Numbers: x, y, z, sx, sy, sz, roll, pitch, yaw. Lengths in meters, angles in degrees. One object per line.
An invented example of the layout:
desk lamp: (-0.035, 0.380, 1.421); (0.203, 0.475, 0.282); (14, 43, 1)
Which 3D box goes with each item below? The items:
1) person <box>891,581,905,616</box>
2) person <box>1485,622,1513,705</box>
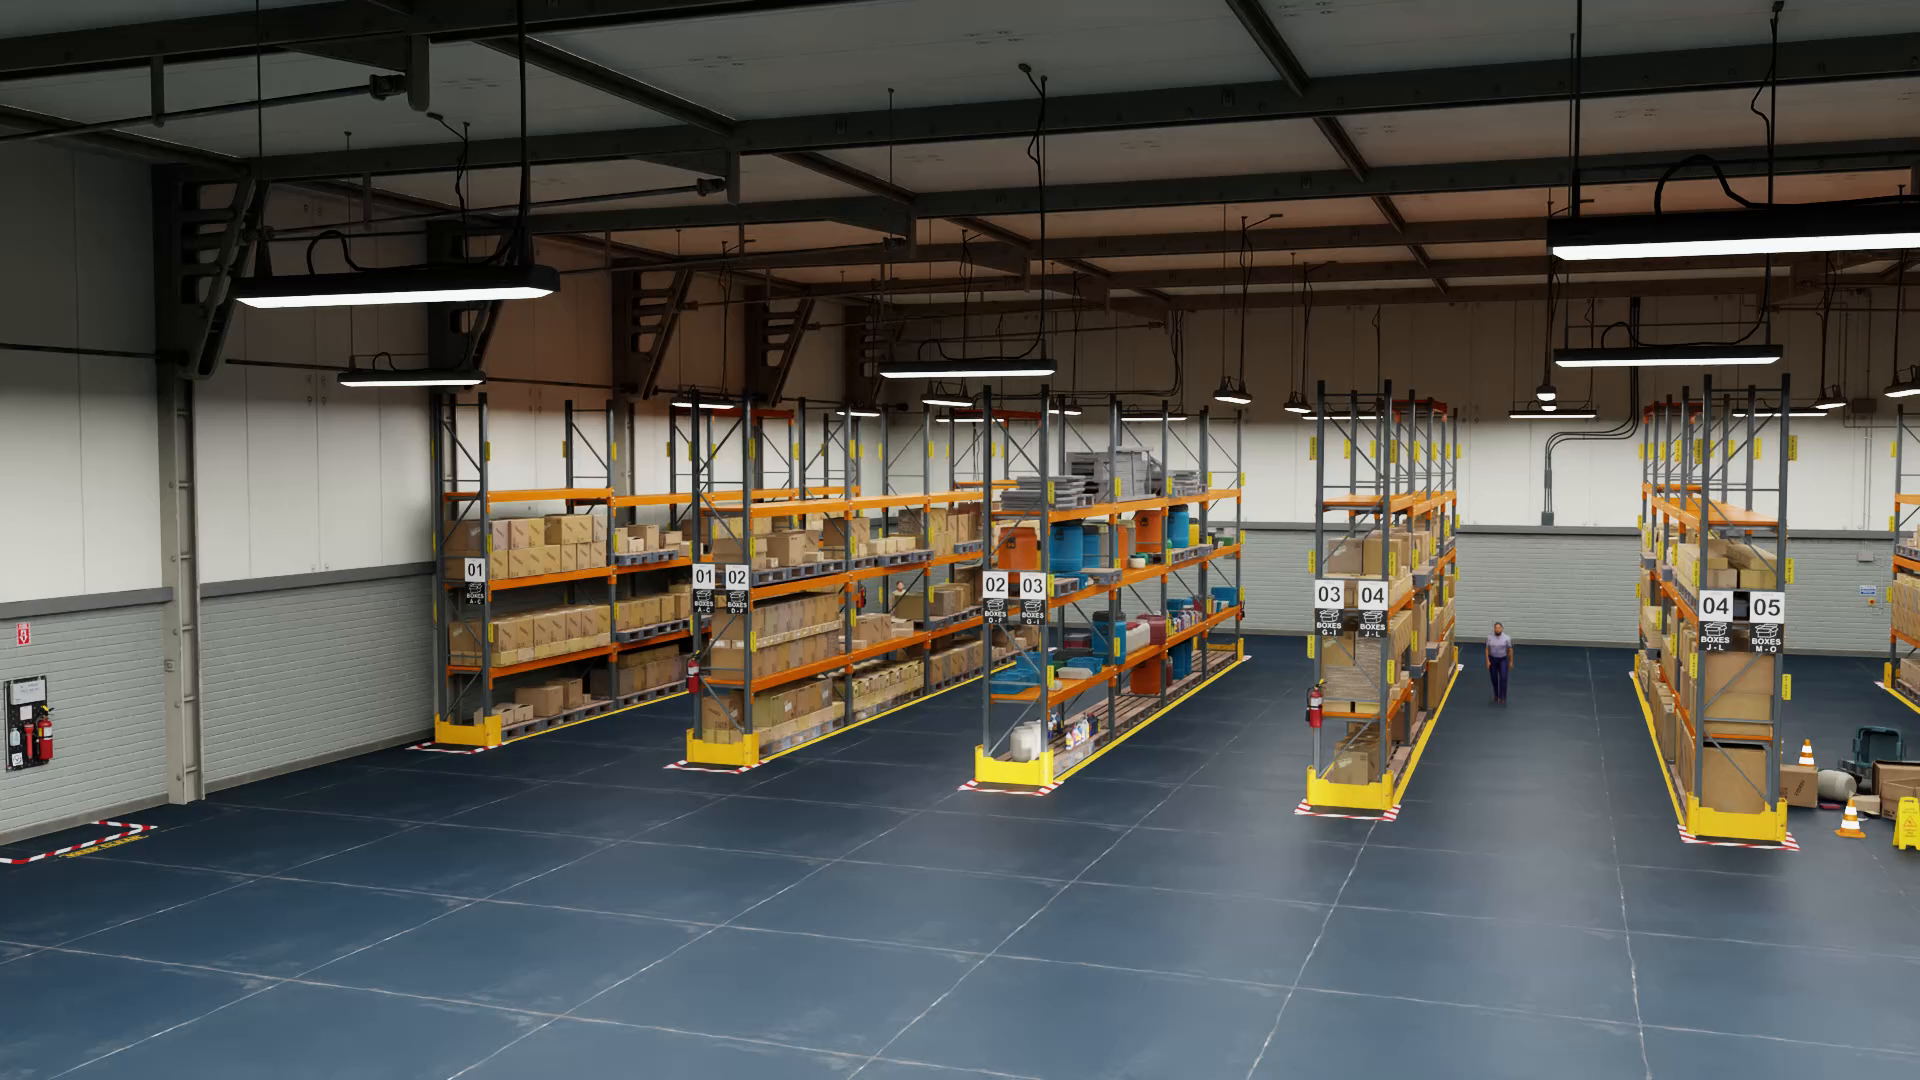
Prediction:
person: (-1.529, 1.881, 43.021); (0.518, 1.638, 0.927); (0, 3, -4)
person: (10.646, 2.425, 32.895); (0.514, 1.602, 0.922); (2, 4, 30)
